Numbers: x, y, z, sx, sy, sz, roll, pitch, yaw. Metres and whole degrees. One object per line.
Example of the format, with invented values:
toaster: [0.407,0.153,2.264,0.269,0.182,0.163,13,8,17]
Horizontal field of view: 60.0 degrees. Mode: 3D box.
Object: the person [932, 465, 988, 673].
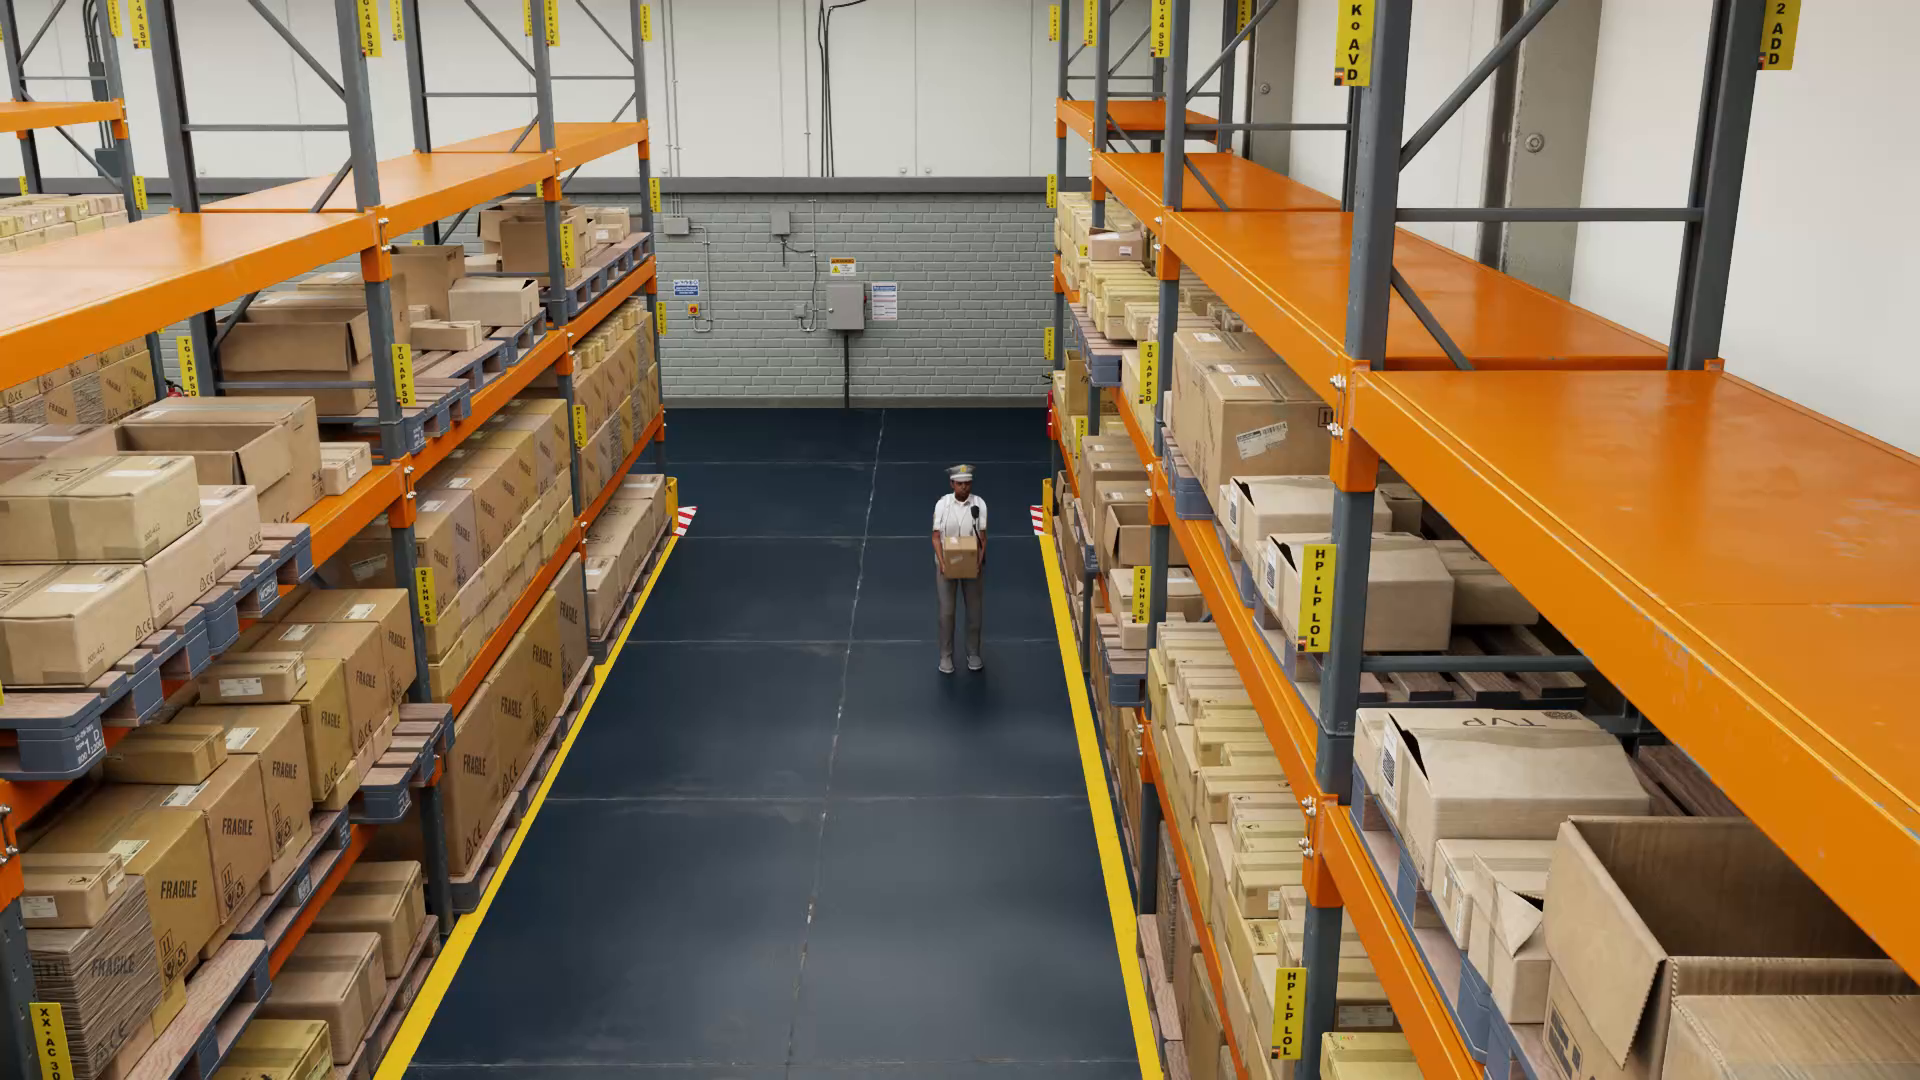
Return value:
person: [-0.001,0.229,13.293,0.451,1.687,0.535,-1,17,-2]
